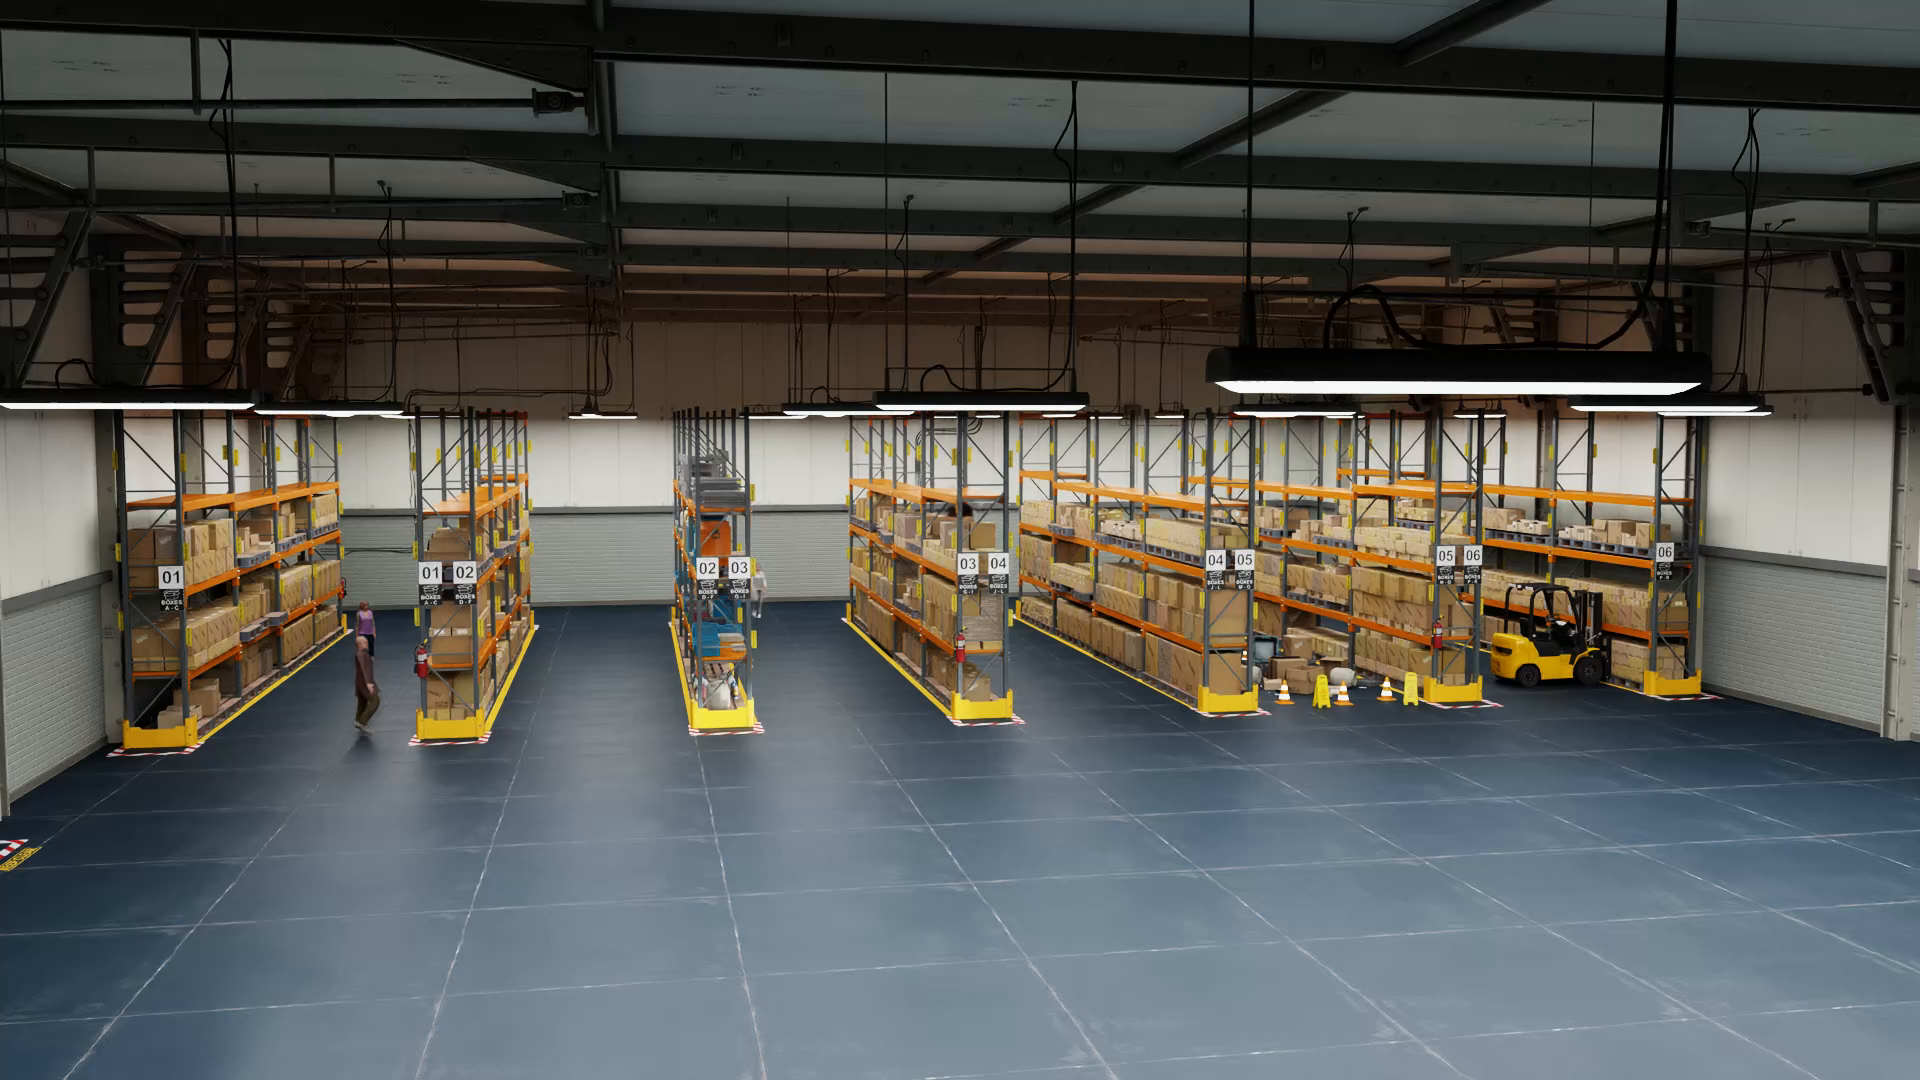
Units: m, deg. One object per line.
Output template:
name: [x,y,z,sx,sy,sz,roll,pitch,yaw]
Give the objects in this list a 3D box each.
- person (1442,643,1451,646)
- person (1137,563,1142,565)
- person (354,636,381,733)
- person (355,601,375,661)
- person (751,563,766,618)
person: [11.413,2.066,39.098,0.436,1.770,0.609,1,4,20]
person: [5.165,1.510,48.098,0.395,1.669,0.579,-2,4,-21]
person: [-10.930,2.650,30.521,0.490,1.775,0.749,-3,5,-33]
person: [-13.832,2.178,38.679,0.440,1.559,0.703,-1,4,-19]
person: [-5.847,1.475,48.342,0.447,1.596,0.448,-2,4,-21]
